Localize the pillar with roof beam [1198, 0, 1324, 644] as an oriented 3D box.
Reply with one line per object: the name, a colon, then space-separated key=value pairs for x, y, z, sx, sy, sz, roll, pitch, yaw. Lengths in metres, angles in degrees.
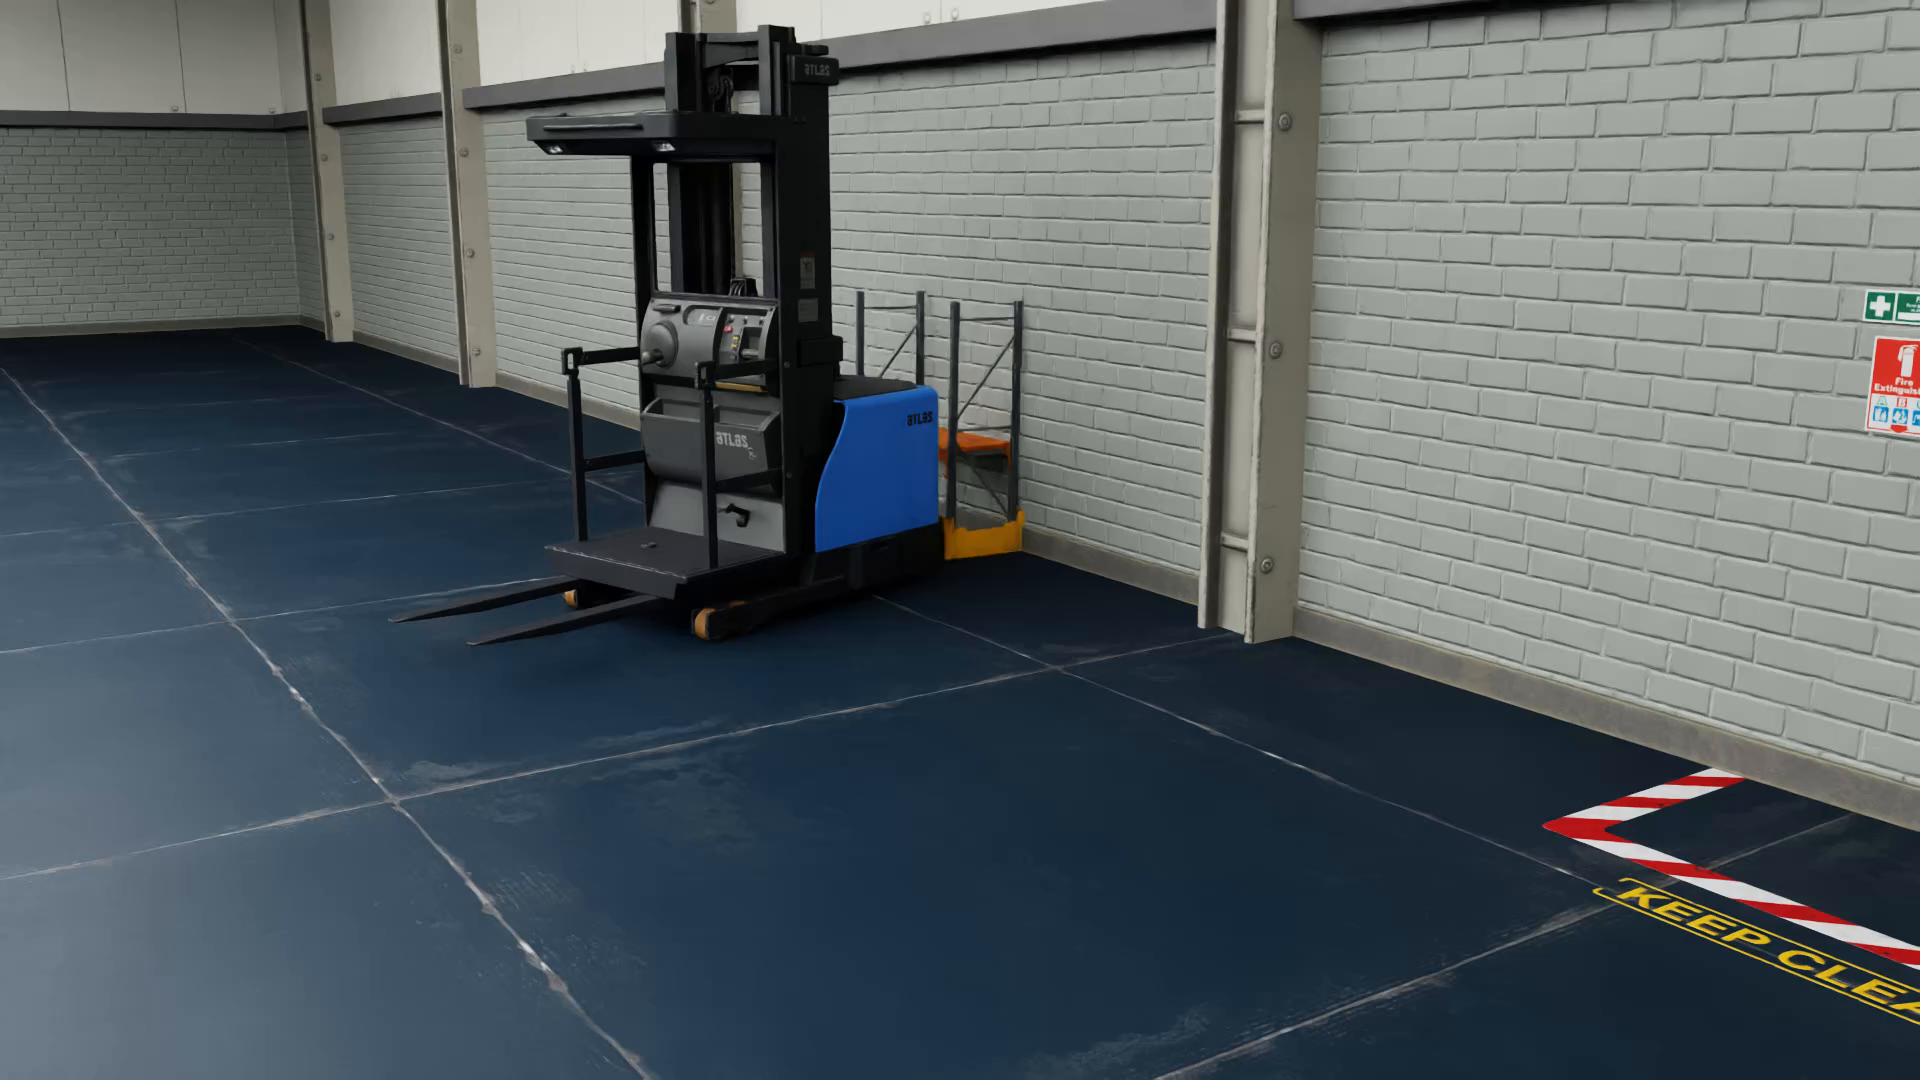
pillar with roof beam: x=-2.154 y=-3.436 z=5.008 sx=9.100 sy=9.000 sz=0.400 roll=-8 pitch=15 yaw=-33

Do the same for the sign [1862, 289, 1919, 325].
sign: x=3.192 y=-0.776 z=5.567 sx=0.001 sy=0.109 sz=0.331 roll=-8 pitch=15 yaw=-33

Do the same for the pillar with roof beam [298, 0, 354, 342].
pillar with roof beam: x=-12.127 y=-6.637 z=19.647 sx=9.100 sy=9.000 sz=0.400 roll=-8 pitch=15 yaw=-33

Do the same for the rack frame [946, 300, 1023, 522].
rack frame: x=0.143 y=-0.650 z=9.786 sx=0.500 sy=1.500 sz=0.032 roll=-7 pitch=14 yaw=-35

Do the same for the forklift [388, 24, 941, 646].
forklift: x=-1.422 y=-1.055 z=8.327 sx=1.130 sy=2.935 sz=3.031 roll=10 pitch=16 yaw=38

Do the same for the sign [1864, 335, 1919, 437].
sign: x=3.196 y=-0.519 z=5.632 sx=0.001 sy=0.329 sz=0.234 roll=-8 pitch=15 yaw=-33

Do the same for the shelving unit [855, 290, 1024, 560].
shelving unit: x=-0.148 y=-0.738 z=10.183 sx=0.587 sy=1.500 sz=1.083 roll=-7 pitch=14 yaw=-35

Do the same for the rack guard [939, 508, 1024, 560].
rack guard: x=0.129 y=-0.038 z=9.913 sx=0.587 sy=0.250 sz=0.087 roll=-7 pitch=14 yaw=-35

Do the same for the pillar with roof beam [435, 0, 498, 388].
pillar with roof beam: x=-8.802 y=-5.570 z=14.767 sx=9.100 sy=9.000 sz=0.400 roll=-8 pitch=15 yaw=-33

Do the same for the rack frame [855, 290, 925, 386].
rack frame: x=-0.449 y=-0.828 z=10.594 sx=0.500 sy=1.500 sz=0.032 roll=-7 pitch=14 yaw=-35

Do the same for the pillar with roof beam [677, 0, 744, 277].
pillar with roof beam: x=-5.478 y=-4.503 z=9.888 sx=9.100 sy=9.000 sz=0.400 roll=-8 pitch=15 yaw=-33

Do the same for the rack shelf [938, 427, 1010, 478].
rack shelf: x=-0.157 y=-0.563 z=10.226 sx=0.538 sy=0.185 sz=1.000 roll=-7 pitch=14 yaw=-35
